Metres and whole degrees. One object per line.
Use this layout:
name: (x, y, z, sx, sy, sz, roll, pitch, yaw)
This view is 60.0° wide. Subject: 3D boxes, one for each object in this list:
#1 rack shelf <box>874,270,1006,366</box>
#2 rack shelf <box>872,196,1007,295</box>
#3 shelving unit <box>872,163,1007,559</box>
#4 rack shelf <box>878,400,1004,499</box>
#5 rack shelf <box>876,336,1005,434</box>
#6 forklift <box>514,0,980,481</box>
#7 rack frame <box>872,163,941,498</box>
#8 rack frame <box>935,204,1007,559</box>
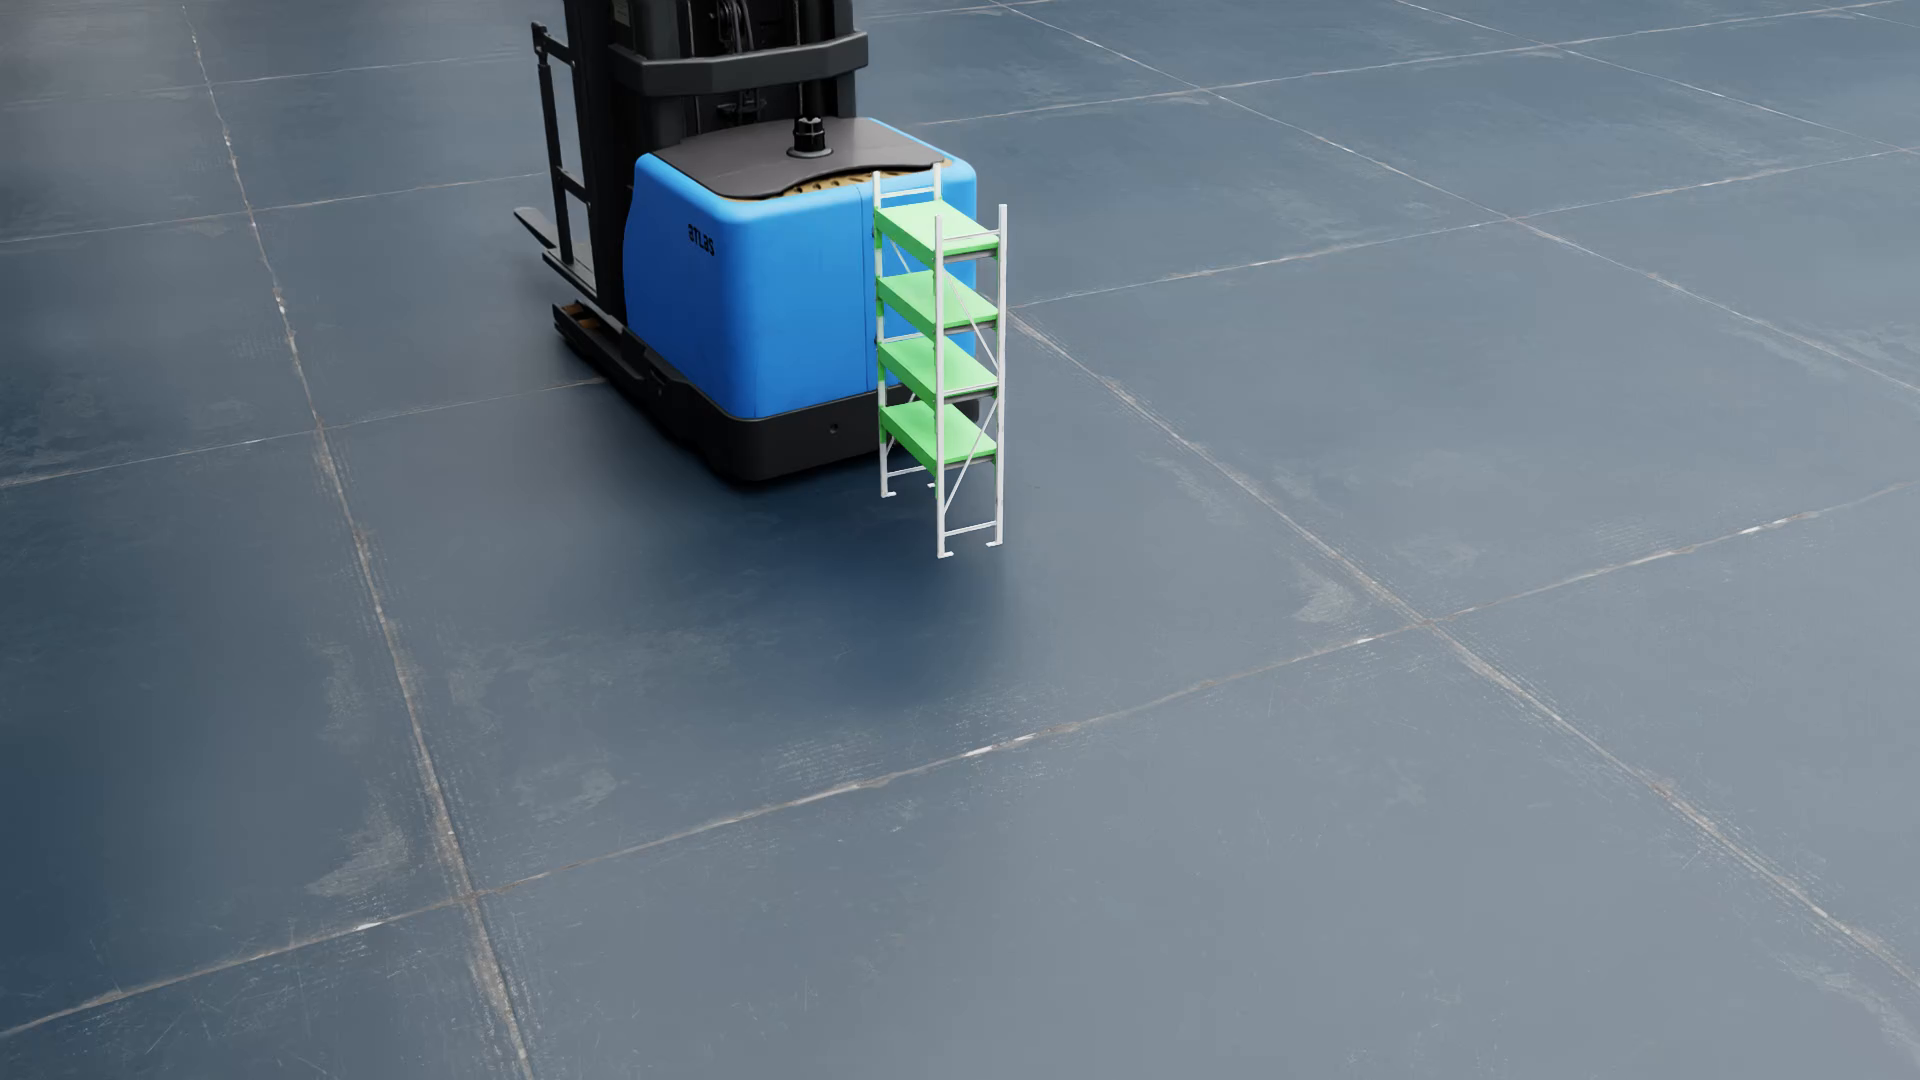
rack shelf: (-0.071, -0.750, 5.501, 0.258, 0.148, 0.480, -13, 32, -22)
rack shelf: (-0.071, -0.959, 5.383, 0.258, 0.148, 0.480, -13, 32, -22)
shelving unit: (-0.071, -0.596, 5.587, 0.258, 1.200, 0.503, -13, 32, -22)
rack shelf: (-0.071, -0.331, 5.736, 0.258, 0.148, 0.480, -13, 32, -22)
rack shelf: (-0.071, -0.541, 5.618, 0.258, 0.148, 0.480, -13, 32, -22)
forklift: (-1.124, -2.173, 6.629, 1.130, 2.935, 3.031, -17, 33, -27)
rack frame: (-0.176, -0.704, 5.779, 0.240, 1.200, 0.015, -13, 32, -22)
rack frame: (0.034, -0.489, 5.395, 0.240, 1.200, 0.015, -13, 32, -22)
